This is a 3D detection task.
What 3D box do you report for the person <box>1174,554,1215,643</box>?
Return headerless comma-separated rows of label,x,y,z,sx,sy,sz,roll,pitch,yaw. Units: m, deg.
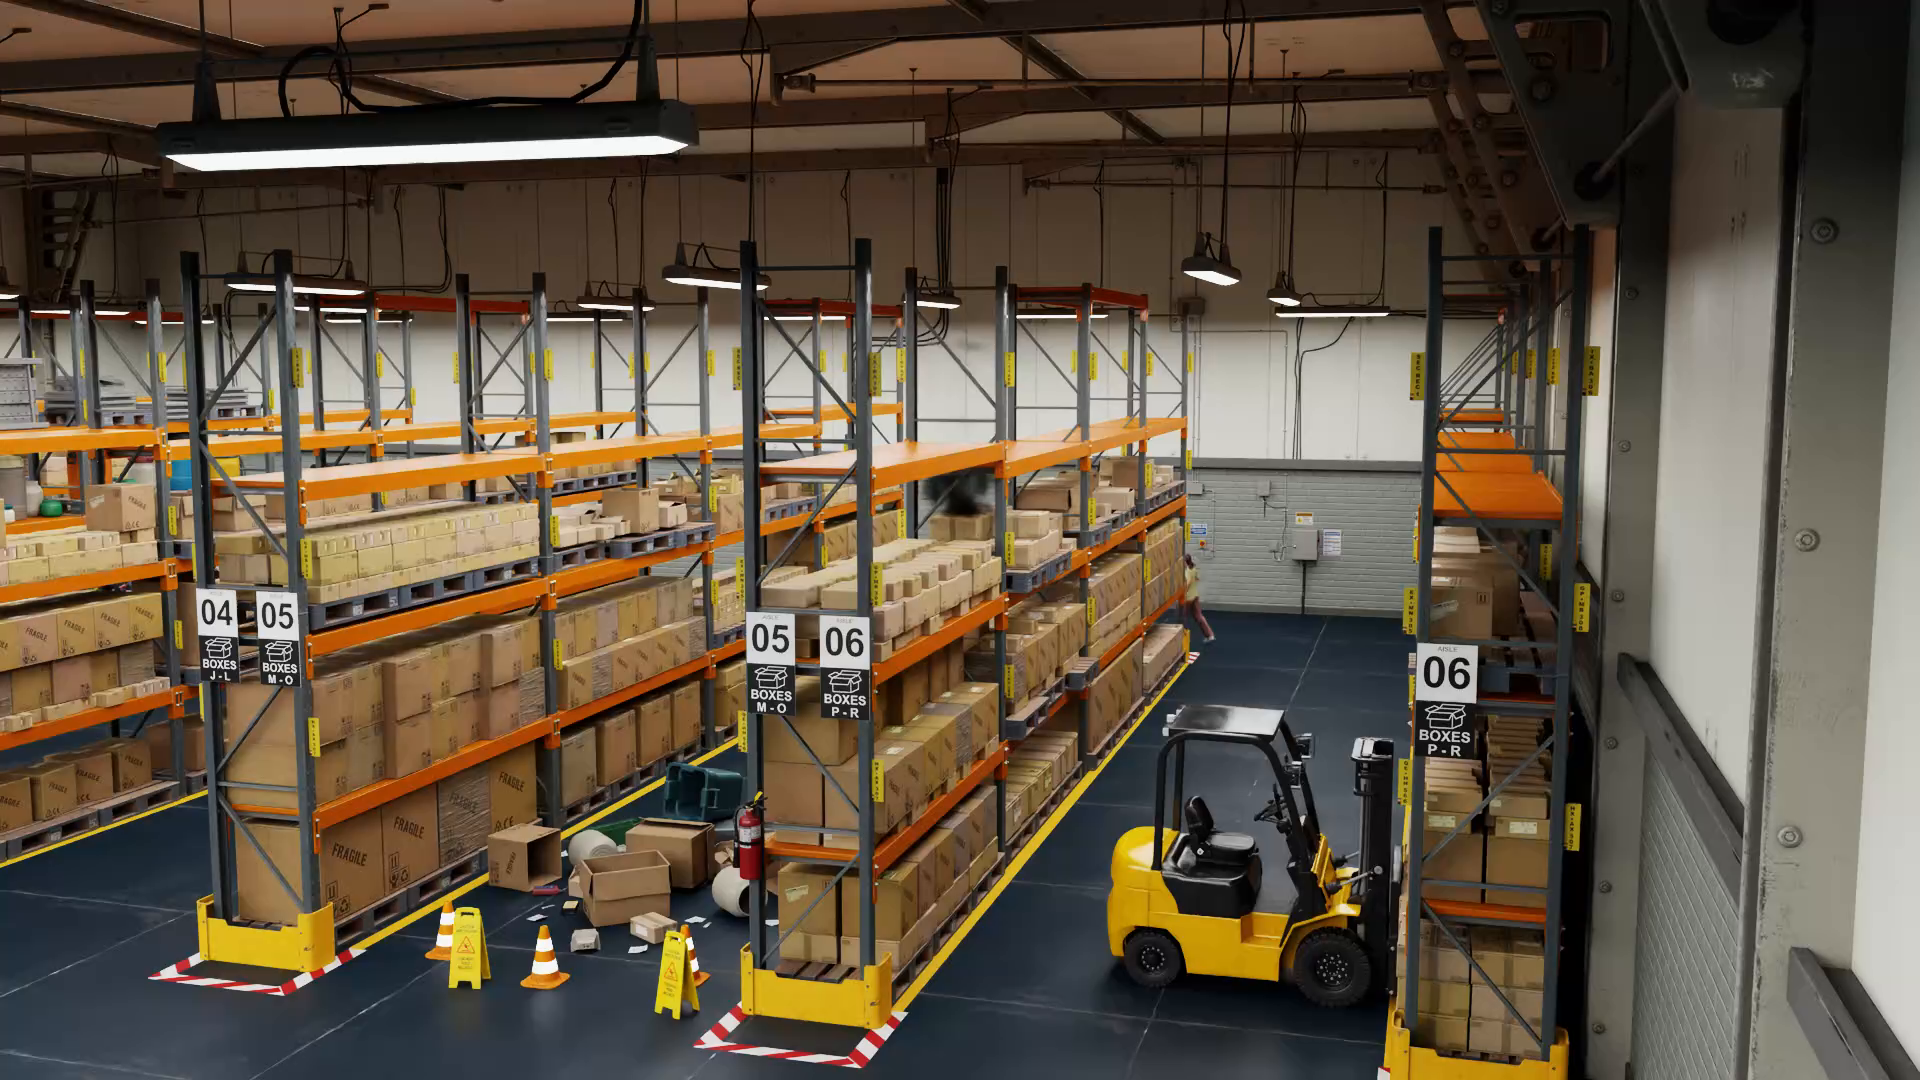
person,4.018,1.056,29.304,0.838,1.669,0.678,5,8,40
